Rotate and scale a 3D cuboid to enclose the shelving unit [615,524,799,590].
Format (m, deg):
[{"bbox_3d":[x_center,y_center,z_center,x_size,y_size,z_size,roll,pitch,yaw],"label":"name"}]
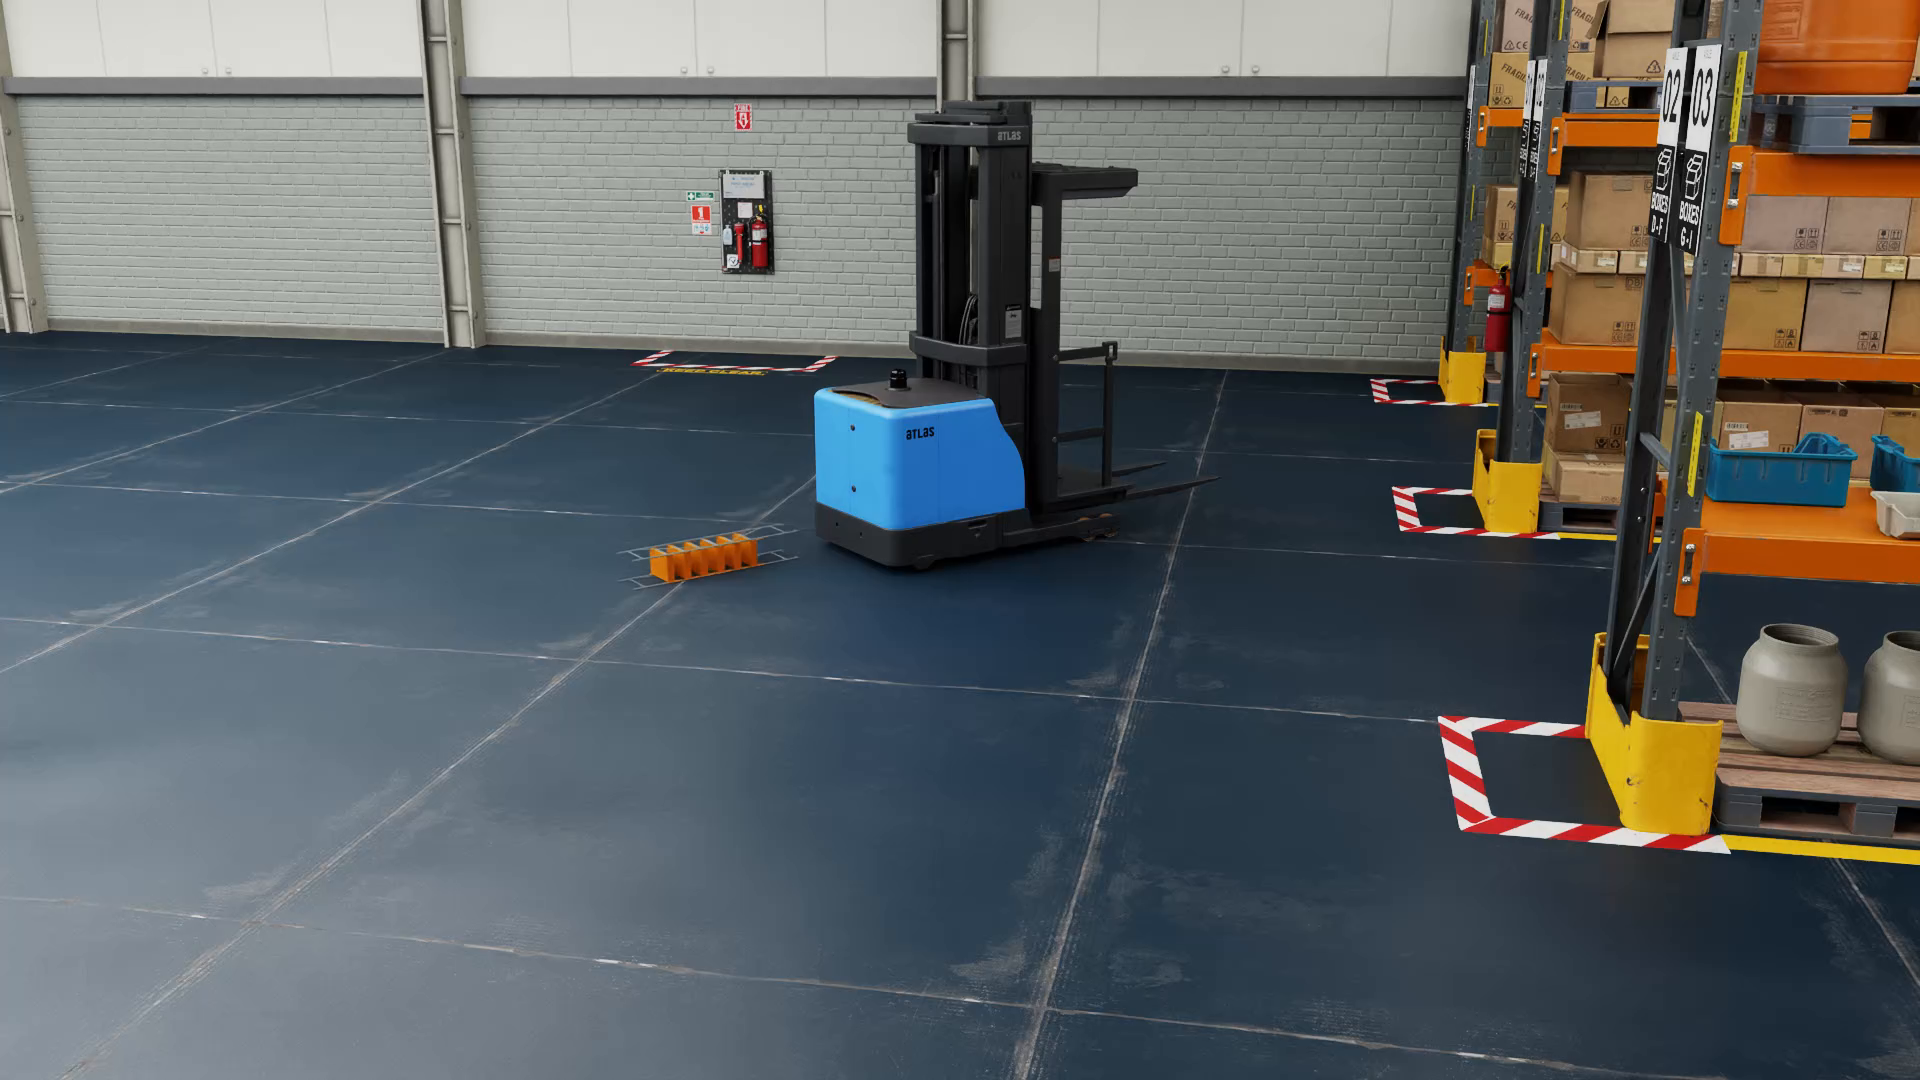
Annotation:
[{"bbox_3d":[-1.622,0.102,10.762,1.200,0.189,0.258,-11,19,-35],"label":"shelving unit"}]

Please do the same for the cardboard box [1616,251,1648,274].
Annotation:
[{"bbox_3d":[4.613,-1.916,11.386,0.250,0.149,0.380,3,16,10],"label":"cardboard box"}]

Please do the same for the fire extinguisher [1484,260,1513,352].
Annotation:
[{"bbox_3d":[3.989,-1.736,12.285,0.183,0.674,0.296,3,16,11],"label":"fire extinguisher"}]

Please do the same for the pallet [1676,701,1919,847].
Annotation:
[{"bbox_3d":[3.900,1.030,7.377,1.213,0.211,1.003,3,16,11],"label":"pallet"}]

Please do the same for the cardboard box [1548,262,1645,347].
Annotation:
[{"bbox_3d":[4.467,-1.665,11.698,0.500,0.500,0.700,3,16,11],"label":"cardboard box"}]

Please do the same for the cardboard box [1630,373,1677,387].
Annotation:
[{"bbox_3d":[6.923,-1.806,16.251,0.500,0.500,0.700,2,16,8],"label":"cardboard box"}]

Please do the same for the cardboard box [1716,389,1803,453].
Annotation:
[{"bbox_3d":[5.476,-0.748,11.533,0.500,0.500,0.500,3,16,11],"label":"cardboard box"}]

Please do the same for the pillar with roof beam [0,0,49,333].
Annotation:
[{"bbox_3d":[-12.643,-5.853,15.765,0.400,9.000,9.100,3,16,11],"label":"pillar with roof beam"}]

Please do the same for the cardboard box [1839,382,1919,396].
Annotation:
[{"bbox_3d":[6.560,-0.831,11.832,0.500,0.500,0.500,3,16,11],"label":"cardboard box"}]

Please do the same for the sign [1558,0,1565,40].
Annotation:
[{"bbox_3d":[3.895,-3.405,10.762,0.005,0.325,0.100,3,16,11],"label":"sign"}]

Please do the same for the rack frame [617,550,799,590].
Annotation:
[{"bbox_3d":[-1.622,0.190,10.786,1.200,0.006,0.240,-11,19,-35],"label":"rack frame"}]

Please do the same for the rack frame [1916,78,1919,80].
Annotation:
[{"bbox_3d":[8.915,-5.620,14.923,0.127,3.000,1.000,3,16,11],"label":"rack frame"}]

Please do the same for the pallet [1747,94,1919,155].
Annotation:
[{"bbox_3d":[3.812,-1.635,6.509,1.213,0.211,1.003,3,16,11],"label":"pallet"}]

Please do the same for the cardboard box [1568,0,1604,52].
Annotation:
[{"bbox_3d":[5.806,-4.803,15.495,0.500,0.500,0.500,3,16,10],"label":"cardboard box"}]

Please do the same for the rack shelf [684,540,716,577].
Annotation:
[{"bbox_3d":[-1.682,0.114,10.718,0.103,0.180,0.258,-11,19,-35],"label":"rack shelf"}]

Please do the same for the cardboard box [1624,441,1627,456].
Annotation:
[{"bbox_3d":[5.089,-0.548,12.215,0.500,0.250,0.500,3,16,11],"label":"cardboard box"}]

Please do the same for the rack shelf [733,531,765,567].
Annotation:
[{"bbox_3d":[-1.393,0.057,10.925,0.103,0.180,0.258,-11,19,-35],"label":"rack shelf"}]

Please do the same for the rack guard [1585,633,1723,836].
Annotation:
[{"bbox_3d":[3.105,0.847,7.499,0.348,0.500,1.175,3,16,11],"label":"rack guard"}]

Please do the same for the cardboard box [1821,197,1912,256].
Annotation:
[{"bbox_3d":[6.020,-2.208,11.227,0.500,0.500,0.700,3,16,11],"label":"cardboard box"}]

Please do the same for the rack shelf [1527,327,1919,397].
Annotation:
[{"bbox_3d":[5.972,-1.192,11.525,4.000,0.370,1.077,3,16,11],"label":"rack shelf"}]

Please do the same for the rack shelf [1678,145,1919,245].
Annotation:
[{"bbox_3d":[4.981,-1.342,6.447,4.000,0.370,1.077,3,16,11],"label":"rack shelf"}]

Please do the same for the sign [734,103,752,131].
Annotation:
[{"bbox_3d":[-2.428,-4.735,18.623,0.199,0.298,0.001,3,16,11],"label":"sign"}]

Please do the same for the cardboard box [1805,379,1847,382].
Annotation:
[{"bbox_3d":[8.385,-1.596,16.118,0.250,0.166,0.380,1,16,4],"label":"cardboard box"}]

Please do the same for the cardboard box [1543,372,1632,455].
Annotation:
[{"bbox_3d":[4.597,-0.933,12.202,0.500,0.500,0.500,3,16,11],"label":"cardboard box"}]

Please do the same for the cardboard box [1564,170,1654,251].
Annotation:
[{"bbox_3d":[4.519,-2.288,11.515,0.500,0.500,0.700,3,16,11],"label":"cardboard box"}]

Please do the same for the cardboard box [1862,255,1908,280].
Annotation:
[{"bbox_3d":[6.118,-1.833,11.088,0.250,0.149,0.380,4,16,13],"label":"cardboard box"}]

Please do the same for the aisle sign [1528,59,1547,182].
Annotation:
[{"bbox_3d":[3.886,-2.822,11.189,0.004,0.787,0.394,3,16,11],"label":"aisle sign"}]

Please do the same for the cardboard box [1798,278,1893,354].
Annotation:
[{"bbox_3d":[5.984,-1.584,11.403,0.500,0.500,0.700,4,16,13],"label":"cardboard box"}]

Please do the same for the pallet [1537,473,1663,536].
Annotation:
[{"bbox_3d":[4.770,-0.272,12.078,1.213,0.211,1.003,3,16,11],"label":"pallet"}]

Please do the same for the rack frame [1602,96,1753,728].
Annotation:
[{"bbox_3d":[3.021,-0.350,7.136,0.127,3.000,1.000,3,16,11],"label":"rack frame"}]

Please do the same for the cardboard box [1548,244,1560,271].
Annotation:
[{"bbox_3d":[5.922,-2.746,16.029,0.500,0.250,0.500,3,16,9],"label":"cardboard box"}]

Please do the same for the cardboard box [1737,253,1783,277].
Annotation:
[{"bbox_3d":[5.365,-1.874,11.238,0.250,0.149,0.380,3,16,9],"label":"cardboard box"}]

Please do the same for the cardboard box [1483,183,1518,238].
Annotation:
[{"bbox_3d":[5.500,-3.271,16.519,0.500,0.500,0.500,3,16,10],"label":"cardboard box"}]

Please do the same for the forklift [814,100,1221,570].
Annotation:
[{"bbox_3d":[0.512,-1.508,11.444,3.031,2.935,1.130,-11,19,-33],"label":"forklift"}]

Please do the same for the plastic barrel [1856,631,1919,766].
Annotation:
[{"bbox_3d":[4.173,0.688,7.261,0.421,0.512,0.421,0,15,0],"label":"plastic barrel"}]

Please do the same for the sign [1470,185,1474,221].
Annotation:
[{"bbox_3d":[4.887,-3.217,15.864,0.005,0.325,0.100,3,16,11],"label":"sign"}]

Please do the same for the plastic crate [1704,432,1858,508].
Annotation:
[{"bbox_3d":[3.571,-0.330,7.342,0.616,0.251,0.499,3,16,11],"label":"plastic crate"}]

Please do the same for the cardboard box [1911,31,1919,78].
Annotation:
[{"bbox_3d":[6.343,-3.318,10.991,0.637,0.503,0.797,5,16,17],"label":"cardboard box"}]

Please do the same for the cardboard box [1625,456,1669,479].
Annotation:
[{"bbox_3d":[4.984,-0.410,11.718,0.500,0.250,0.500,3,16,11],"label":"cardboard box"}]

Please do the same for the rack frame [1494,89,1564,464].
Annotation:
[{"bbox_3d":[4.012,-1.645,11.813,0.127,3.000,1.000,3,16,11],"label":"rack frame"}]

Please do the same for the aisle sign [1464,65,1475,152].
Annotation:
[{"bbox_3d":[4.865,-4.120,15.875,0.004,0.787,0.394,3,16,11],"label":"aisle sign"}]

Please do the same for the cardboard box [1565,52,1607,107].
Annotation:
[{"bbox_3d":[5.792,-4.324,15.638,0.500,0.500,0.500,4,16,15],"label":"cardboard box"}]
